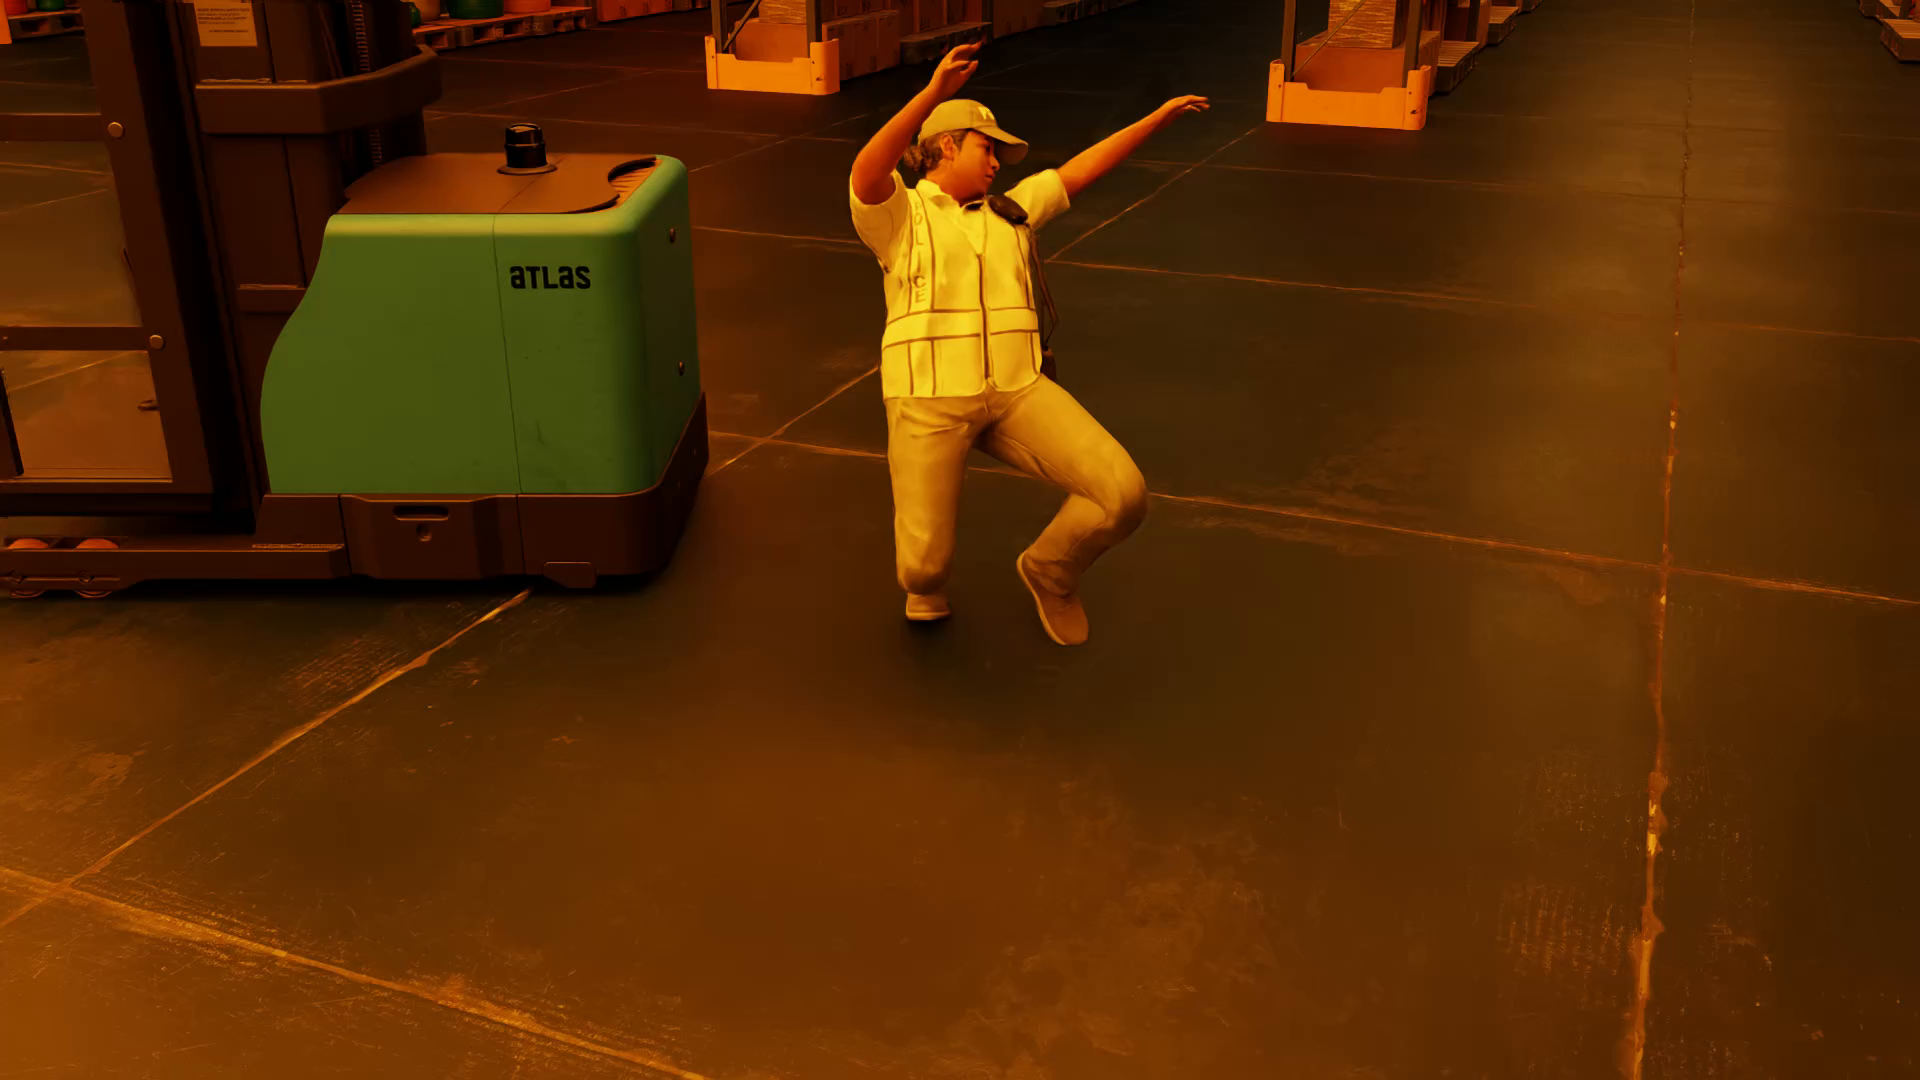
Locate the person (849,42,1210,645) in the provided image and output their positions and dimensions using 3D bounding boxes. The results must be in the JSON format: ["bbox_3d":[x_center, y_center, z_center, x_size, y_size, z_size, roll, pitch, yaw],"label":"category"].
[{"bbox_3d":[0.225,-0.479,4.262,1.011,1.577,0.777,-8,24,-19],"label":"person"}]

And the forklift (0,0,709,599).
[{"bbox_3d":[-2.353,-1.391,4.621,3.031,2.935,1.130,0,23,0],"label":"forklift"}]
